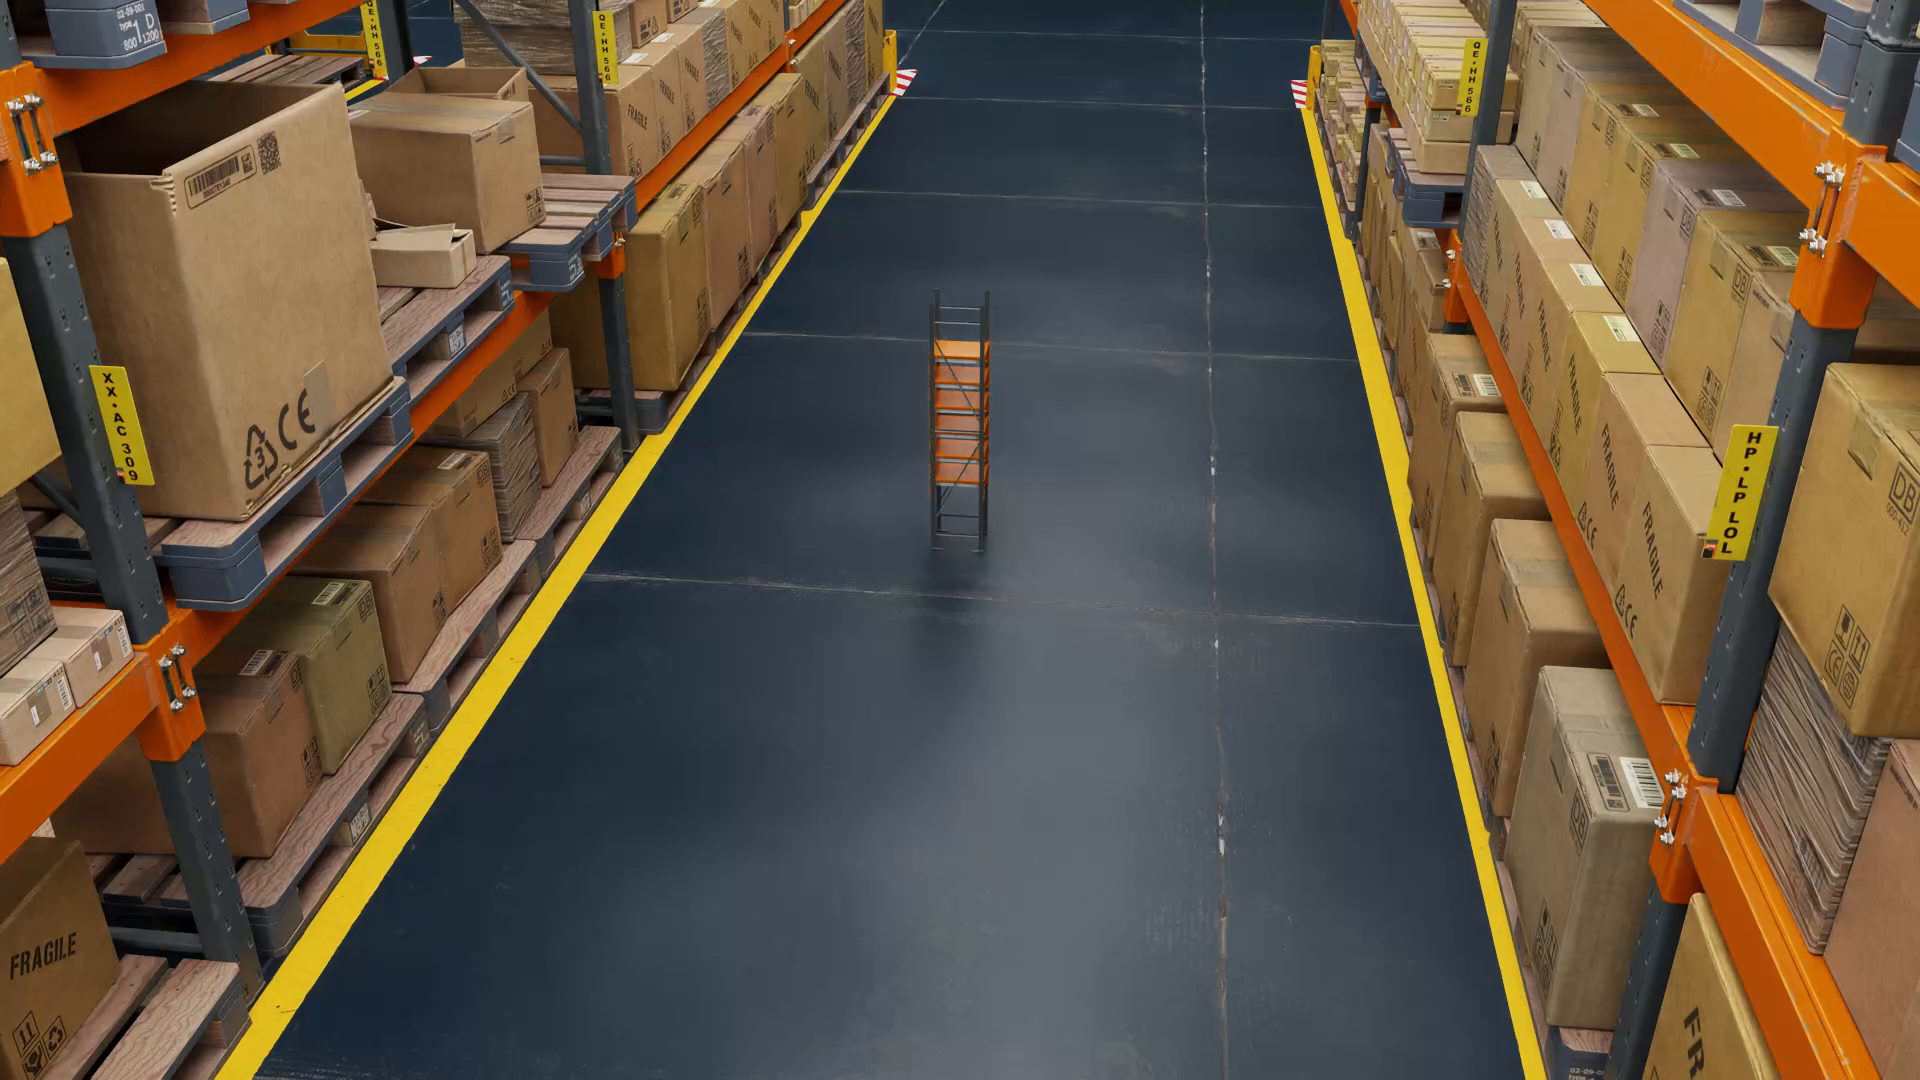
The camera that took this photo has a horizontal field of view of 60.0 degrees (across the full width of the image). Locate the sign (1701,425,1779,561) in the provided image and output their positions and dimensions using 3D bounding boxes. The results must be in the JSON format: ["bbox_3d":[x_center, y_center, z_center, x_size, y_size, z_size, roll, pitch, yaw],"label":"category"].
[{"bbox_3d":[1.708,-0.100,3.637,0.100,0.325,0.005,3,28,6],"label":"sign"}]

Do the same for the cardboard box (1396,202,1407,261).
[{"bbox_3d":[2.690,-1.710,9.163,0.500,0.250,0.500,4,29,7],"label":"cardboard box"}]

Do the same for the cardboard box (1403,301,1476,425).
[{"bbox_3d":[2.559,-0.891,8.434,0.500,0.500,0.500,3,28,6],"label":"cardboard box"}]

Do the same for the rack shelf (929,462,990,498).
[{"bbox_3d":[-0.002,-0.271,7.588,0.258,0.103,0.180,3,28,6],"label":"rack shelf"}]

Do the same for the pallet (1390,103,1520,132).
[{"bbox_3d":[2.940,-2.331,9.117,1.003,0.211,1.213,3,28,6],"label":"pallet"}]

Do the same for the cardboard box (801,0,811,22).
[{"bbox_3d":[-1.284,-3.833,11.967,0.380,0.149,0.250,2,28,5],"label":"cardboard box"}]

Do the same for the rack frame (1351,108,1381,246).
[{"bbox_3d":[3.228,-3.364,10.832,1.000,3.000,0.127,3,28,6],"label":"rack frame"}]

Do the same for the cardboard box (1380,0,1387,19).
[{"bbox_3d":[2.597,-3.052,9.447,0.380,0.149,0.250,3,28,6],"label":"cardboard box"}]

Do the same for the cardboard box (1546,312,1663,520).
[{"bbox_3d":[2.170,-0.380,5.186,0.500,0.500,0.500,4,29,7],"label":"cardboard box"}]

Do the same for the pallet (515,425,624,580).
[{"bbox_3d":[-2.270,-0.222,7.939,1.003,0.211,1.213,3,28,6],"label":"pallet"}]

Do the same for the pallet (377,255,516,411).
[{"bbox_3d":[-2.375,-0.799,6.272,1.003,0.211,1.213,3,28,6],"label":"pallet"}]

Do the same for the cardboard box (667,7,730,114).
[{"bbox_3d":[-1.660,-2.794,9.668,0.500,0.500,0.500,3,29,6],"label":"cardboard box"}]

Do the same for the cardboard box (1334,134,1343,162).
[{"bbox_3d":[3.064,-2.986,12.693,0.380,0.149,0.250,3,28,6],"label":"cardboard box"}]

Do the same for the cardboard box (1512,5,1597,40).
[{"bbox_3d":[3.180,-2.760,8.905,0.380,0.149,0.250,3,28,5],"label":"cardboard box"}]

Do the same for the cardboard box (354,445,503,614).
[{"bbox_3d":[-2.353,-0.065,6.879,0.700,0.500,0.500,6,29,10],"label":"cardboard box"}]

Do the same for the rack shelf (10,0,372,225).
[{"bbox_3d":[-2.418,-1.880,5.672,1.077,0.370,4.000,3,28,6],"label":"rack shelf"}]

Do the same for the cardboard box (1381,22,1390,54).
[{"bbox_3d":[2.567,-2.793,9.280,0.380,0.149,0.250,3,28,5],"label":"cardboard box"}]

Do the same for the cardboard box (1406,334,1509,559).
[{"bbox_3d":[2.574,-0.395,7.249,1.050,0.750,0.750,3,28,6],"label":"cardboard box"}]

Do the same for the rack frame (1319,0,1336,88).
[{"bbox_3d":[3.718,-5.247,14.327,1.000,3.000,0.127,3,28,6],"label":"rack frame"}]

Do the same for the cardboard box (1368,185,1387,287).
[{"bbox_3d":[2.811,-1.867,10.246,0.500,0.500,0.500,5,29,8],"label":"cardboard box"}]

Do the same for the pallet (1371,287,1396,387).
[{"bbox_3d":[2.987,-1.194,9.744,1.003,0.211,1.213,3,28,6],"label":"pallet"}]

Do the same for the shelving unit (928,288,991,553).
[{"bbox_3d":[-0.002,-0.521,7.453,0.258,1.200,0.189,3,28,6],"label":"shelving unit"}]

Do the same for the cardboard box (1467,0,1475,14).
[{"bbox_3d":[3.375,-3.371,10.353,0.380,0.149,0.250,4,29,8],"label":"cardboard box"}]

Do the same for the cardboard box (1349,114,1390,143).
[{"bbox_3d":[3.028,-2.979,12.052,0.380,0.149,0.250,3,28,6],"label":"cardboard box"}]

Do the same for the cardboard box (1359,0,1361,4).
[{"bbox_3d":[3.071,-4.028,11.645,0.500,0.500,0.500,3,28,5],"label":"cardboard box"}]

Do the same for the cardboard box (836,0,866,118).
[{"bbox_3d":[-1.303,-4.098,13.992,0.875,0.875,0.875,3,28,6],"label":"cardboard box"}]

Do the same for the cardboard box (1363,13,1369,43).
[{"bbox_3d":[2.695,-3.149,10.255,0.380,0.149,0.250,4,29,7],"label":"cardboard box"}]

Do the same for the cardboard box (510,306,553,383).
[{"bbox_3d":[-2.225,-0.924,7.683,0.500,0.250,0.500,4,29,8],"label":"cardboard box"}]

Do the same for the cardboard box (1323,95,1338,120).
[{"bbox_3d":[3.221,-3.590,13.814,0.380,0.149,0.250,4,29,7],"label":"cardboard box"}]

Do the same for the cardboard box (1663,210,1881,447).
[{"bbox_3d":[2.364,-0.559,4.466,0.700,0.500,0.500,3,28,5],"label":"cardboard box"}]

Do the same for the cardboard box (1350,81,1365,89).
[{"bbox_3d":[3.239,-3.468,12.960,0.380,0.149,0.250,3,29,6],"label":"cardboard box"}]

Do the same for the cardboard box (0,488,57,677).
[{"bbox_3d":[-2.779,0.099,3.985,0.875,0.500,0.500,3,28,6],"label":"cardboard box"}]

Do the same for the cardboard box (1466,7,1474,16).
[{"bbox_3d":[3.376,-3.240,10.424,0.380,0.149,0.250,3,28,5],"label":"cardboard box"}]

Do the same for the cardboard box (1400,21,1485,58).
[{"bbox_3d":[2.472,-2.555,8.526,0.380,0.149,0.250,3,28,6],"label":"cardboard box"}]

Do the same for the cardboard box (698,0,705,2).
[{"bbox_3d":[-1.848,-3.562,10.037,0.797,0.503,0.637,4,29,7],"label":"cardboard box"}]

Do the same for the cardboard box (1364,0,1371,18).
[{"bbox_3d":[2.693,-3.289,10.200,0.380,0.149,0.250,3,28,5],"label":"cardboard box"}]

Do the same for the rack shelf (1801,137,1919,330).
[{"bbox_3d":[2.002,0.339,1.554,1.077,0.370,4.000,3,28,6],"label":"rack shelf"}]

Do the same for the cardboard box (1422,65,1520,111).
[{"bbox_3d":[2.343,-2.075,7.634,0.380,0.149,0.250,2,28,4],"label":"cardboard box"}]

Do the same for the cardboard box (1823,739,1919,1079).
[{"bbox_3d":[2.169,0.770,3.000,0.875,0.550,0.550,3,28,6],"label":"cardboard box"}]

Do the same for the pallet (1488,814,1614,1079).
[{"bbox_3d":[2.267,1.261,5.186,1.003,0.211,1.213,3,28,6],"label":"pallet"}]

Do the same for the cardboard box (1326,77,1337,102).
[{"bbox_3d":[3.228,-3.716,13.734,0.380,0.149,0.250,4,29,8],"label":"cardboard box"}]

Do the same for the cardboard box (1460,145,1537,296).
[{"bbox_3d":[2.415,-1.330,6.950,0.500,0.500,0.500,4,29,7],"label":"cardboard box"}]

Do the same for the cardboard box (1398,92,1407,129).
[{"bbox_3d":[2.439,-2.170,8.437,0.380,0.149,0.250,3,28,6],"label":"cardboard box"}]

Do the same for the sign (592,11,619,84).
[{"bbox_3d":[-1.633,-2.265,7.655,0.100,0.325,0.005,3,28,6],"label":"sign"}]

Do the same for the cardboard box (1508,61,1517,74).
[{"bbox_3d":[3.186,-2.501,9.052,0.380,0.149,0.250,2,28,5],"label":"cardboard box"}]

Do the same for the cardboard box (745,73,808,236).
[{"bbox_3d":[-1.741,-2.647,11.299,1.225,0.875,0.875,3,29,6],"label":"cardboard box"}]

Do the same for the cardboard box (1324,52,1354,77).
[{"bbox_3d":[3.244,-3.964,13.881,0.380,0.149,0.250,3,28,6],"label":"cardboard box"}]

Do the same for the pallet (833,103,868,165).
[{"bbox_3d":[-1.365,-3.402,13.842,1.003,0.211,1.213,3,28,6],"label":"pallet"}]

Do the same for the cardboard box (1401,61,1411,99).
[{"bbox_3d":[2.438,-2.313,8.390,0.380,0.149,0.250,3,29,6],"label":"cardboard box"}]

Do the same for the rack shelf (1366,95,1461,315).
[{"bbox_3d":[2.983,-2.106,9.255,1.077,0.370,4.000,3,28,6],"label":"rack shelf"}]

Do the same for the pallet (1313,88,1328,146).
[{"bbox_3d":[3.574,-3.603,14.216,1.003,0.211,1.213,3,28,6],"label":"pallet"}]

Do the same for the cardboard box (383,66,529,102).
[{"bbox_3d":[-2.199,-1.790,7.361,0.500,0.500,0.500,0,28,0],"label":"cardboard box"}]

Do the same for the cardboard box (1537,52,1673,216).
[{"bbox_3d":[2.612,-1.517,6.243,0.700,0.500,0.500,3,28,5],"label":"cardboard box"}]

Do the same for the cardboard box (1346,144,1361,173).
[{"bbox_3d":[2.972,-2.720,11.886,0.380,0.149,0.250,2,28,4],"label":"cardboard box"}]

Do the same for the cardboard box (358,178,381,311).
[{"bbox_3d":[-2.542,-0.986,5.866,0.797,0.503,0.637,6,29,11],"label":"cardboard box"}]

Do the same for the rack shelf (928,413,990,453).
[{"bbox_3d":[-0.002,-0.482,7.474,0.258,0.103,0.180,3,28,6],"label":"rack shelf"}]

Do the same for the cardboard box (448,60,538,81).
[{"bbox_3d":[-2.358,-2.108,8.395,0.500,0.500,0.500,4,29,8],"label":"cardboard box"}]

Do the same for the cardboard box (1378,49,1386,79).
[{"bbox_3d":[2.568,-2.665,9.356,0.380,0.149,0.250,3,28,5],"label":"cardboard box"}]

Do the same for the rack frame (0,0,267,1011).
[{"bbox_3d":[-2.663,0.066,4.466,1.000,3.000,0.127,3,28,6],"label":"rack frame"}]

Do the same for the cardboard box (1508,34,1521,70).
[{"bbox_3d":[3.182,-2.636,8.989,0.380,0.149,0.250,4,29,8],"label":"cardboard box"}]
